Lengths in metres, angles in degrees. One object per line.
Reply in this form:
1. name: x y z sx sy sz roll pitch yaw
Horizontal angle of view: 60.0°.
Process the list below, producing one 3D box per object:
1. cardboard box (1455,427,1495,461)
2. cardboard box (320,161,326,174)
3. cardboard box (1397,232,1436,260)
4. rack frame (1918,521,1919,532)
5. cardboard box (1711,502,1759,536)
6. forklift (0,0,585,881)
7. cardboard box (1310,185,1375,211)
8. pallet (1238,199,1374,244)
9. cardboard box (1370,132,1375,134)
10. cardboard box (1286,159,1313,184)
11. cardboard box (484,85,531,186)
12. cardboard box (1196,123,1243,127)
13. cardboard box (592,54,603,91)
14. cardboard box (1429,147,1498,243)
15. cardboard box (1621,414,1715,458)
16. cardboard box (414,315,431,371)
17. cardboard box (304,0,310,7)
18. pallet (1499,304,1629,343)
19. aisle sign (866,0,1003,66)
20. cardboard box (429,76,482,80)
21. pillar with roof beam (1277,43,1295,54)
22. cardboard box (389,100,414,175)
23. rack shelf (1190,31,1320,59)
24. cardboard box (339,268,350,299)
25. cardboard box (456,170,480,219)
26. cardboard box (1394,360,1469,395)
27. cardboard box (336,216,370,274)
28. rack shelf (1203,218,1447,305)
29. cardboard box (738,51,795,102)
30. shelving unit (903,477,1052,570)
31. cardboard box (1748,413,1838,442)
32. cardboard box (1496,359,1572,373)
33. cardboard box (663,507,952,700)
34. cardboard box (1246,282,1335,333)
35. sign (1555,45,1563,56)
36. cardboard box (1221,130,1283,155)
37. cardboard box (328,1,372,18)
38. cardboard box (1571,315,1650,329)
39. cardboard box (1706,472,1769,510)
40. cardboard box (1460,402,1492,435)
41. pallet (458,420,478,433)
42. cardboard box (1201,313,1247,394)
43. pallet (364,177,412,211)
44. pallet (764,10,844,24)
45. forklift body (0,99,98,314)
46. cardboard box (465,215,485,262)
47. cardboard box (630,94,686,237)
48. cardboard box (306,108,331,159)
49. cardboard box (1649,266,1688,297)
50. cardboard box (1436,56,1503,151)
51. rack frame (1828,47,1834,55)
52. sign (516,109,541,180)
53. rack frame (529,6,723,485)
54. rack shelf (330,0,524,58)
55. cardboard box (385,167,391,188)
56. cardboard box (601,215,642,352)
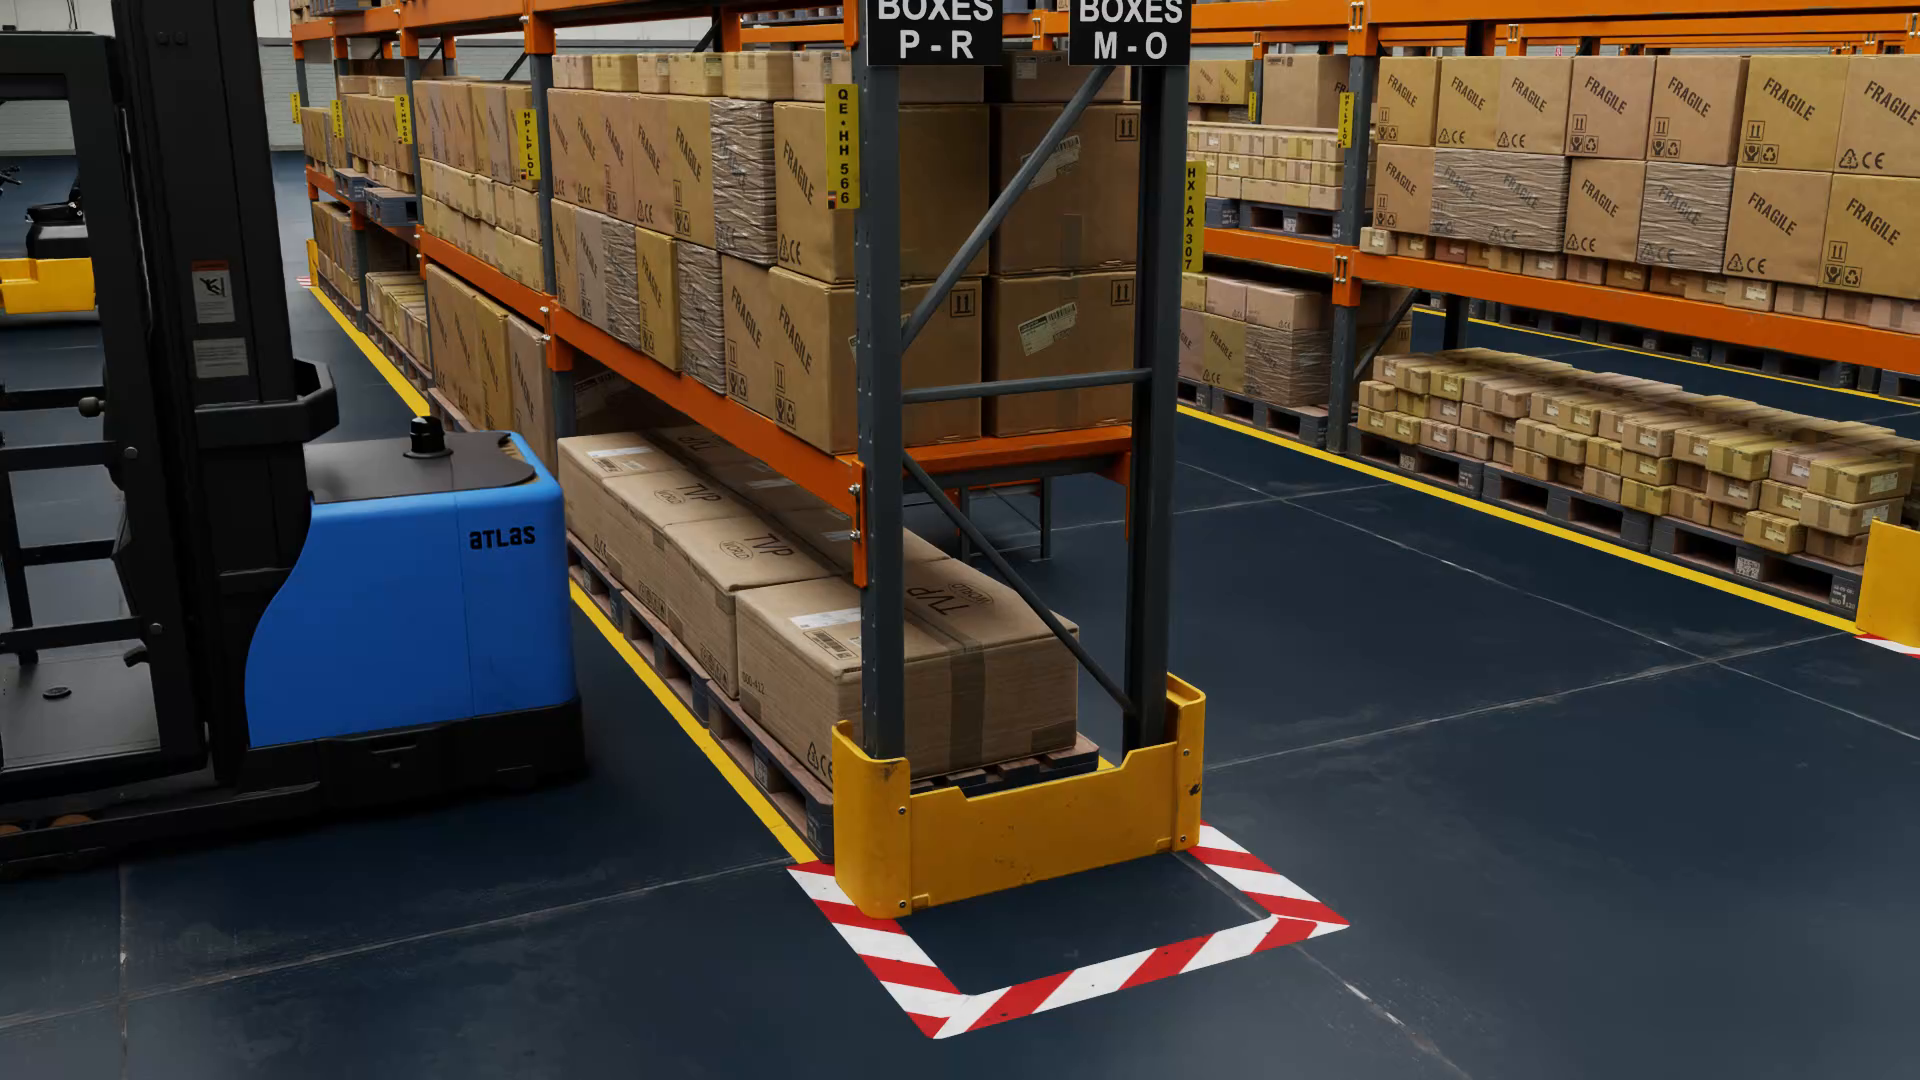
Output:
1. cardboard box: 3.136 -0.581 9.744 0.380 0.149 0.250 -8 18 -26
2. cardboard box: -6.483 -3.914 17.407 0.380 0.149 0.250 -7 17 -23
3. cardboard box: 2.847 -1.771 9.940 0.380 0.149 0.250 -7 17 -23
4. rack frame: 4.589 -1.065 7.024 1.000 3.000 0.127 -8 18 -25
5. cardboard box: 3.929 -0.129 8.170 0.380 0.149 0.250 -8 18 -25
6. forklift: -2.878 -0.527 5.274 3.031 2.935 1.130 -7 17 -22
7. cardboard box: 2.485 -2.212 10.717 0.380 0.149 0.250 -8 18 -26
8. pallet: 2.633 -2.172 11.228 1.003 0.211 1.213 -8 18 -25
9. cardboard box: 2.840 -2.709 11.370 0.380 0.149 0.250 -7 18 -24
10. cardboard box: 2.368 -2.421 10.904 0.380 0.149 0.250 -8 18 -25
11. cardboard box: -2.223 -2.170 8.881 0.500 0.500 0.500 -7 18 -24
12. cardboard box: 2.054 -3.156 12.927 0.380 0.149 0.250 -7 17 -23
13. cardboard box: -1.333 -1.975 7.027 0.380 0.149 0.250 -8 18 -25
14. cardboard box: 3.050 -1.973 9.467 0.500 0.500 0.500 -8 18 -25
15. cardboard box: 3.619 -0.533 8.498 0.380 0.149 0.250 -7 17 -23
16. cardboard box: -3.560 -1.506 12.561 0.950 0.372 0.625 -9 18 -29
17. cardboard box: -6.178 -5.384 16.370 0.500 0.250 0.500 -7 18 -24
18. pallet: 5.865 -2.078 15.609 1.003 0.211 1.213 -8 18 -25
19. aisle sign: -0.063 -1.636 4.301 0.394 0.787 0.004 -8 18 -25
20. cardboard box: -4.213 -3.800 13.898 0.380 0.149 0.250 -9 18 -27
21. pillar with roof beam: 4.769 -14.160 41.780 9.100 9.000 0.400 -8 18 -25
22. cardboard box: -3.770 -2.897 11.927 0.500 0.500 0.500 -8 18 -26
23. rack shelf: 2.959 -6.207 20.807 1.077 0.370 4.000 -8 18 -25
24. cardboard box: -5.816 -2.542 16.396 0.500 0.250 0.500 -8 18 -26
25. cardboard box: -2.678 -2.057 9.848 0.500 0.250 0.500 -7 18 -24
26. cardboard box: 2.869 -0.988 10.086 0.380 0.149 0.250 -7 17 -22
27. cardboard box: -5.798 -2.898 16.276 0.500 0.500 0.500 -7 18 -24
28. rack shelf: 1.961 -2.207 12.307 1.077 0.370 4.000 -8 18 -25
29. cardboard box: -0.475 -1.461 5.233 0.380 0.149 0.250 -8 18 -25
30. shelving unit: 0.003 -0.539 8.590 0.538 1.125 1.048 -8 18 -25
31. cardboard box: 4.258 -0.537 8.512 0.380 0.149 0.250 -9 18 -28
32. cardboard box: 3.490 -0.998 10.119 0.380 0.149 0.250 -8 18 -25
33. cardboard box: -0.604 0.210 6.463 0.875 0.438 0.875 -7 17 -23
34. cardboard box: 2.283 -1.572 11.201 0.500 0.250 0.500 -8 18 -26
35. sign: 12.934 -10.567 35.932 0.001 0.298 0.199 -8 18 -25
36. cardboard box: 2.036 -2.757 11.536 0.380 0.149 0.250 -8 18 -27
37. cardboard box: -5.486 -4.780 14.986 0.380 0.149 0.250 -8 18 -25
38. cardboard box: 6.255 -2.408 14.794 1.225 0.875 0.875 -8 18 -25
39. cardboard box: 3.872 -0.265 8.102 0.380 0.149 0.250 -8 18 -27
40. cardboard box: 3.154 -0.728 9.716 0.380 0.149 0.250 -9 18 -28
41. pallet: -2.513 -0.578 10.384 1.003 0.211 1.213 -8 18 -25
42. cardboard box: 2.062 -1.338 11.744 0.500 0.500 0.500 -8 18 -26
43. pallet: -4.225 -2.819 13.484 1.003 0.211 1.213 -8 18 -25
44. pallet: -1.548 -5.946 18.755 1.003 0.211 1.213 -8 18 -25
45. forklift body: -8.815 -3.151 15.830 2.313 2.155 1.214 -8 18 -25
46. cardboard box: -2.648 -1.824 9.939 0.500 0.250 0.500 -8 18 -25
47. cardboard box: -0.929 -1.435 6.320 0.500 0.500 0.500 -8 18 -25
48. cardboard box: -6.638 -4.321 17.650 0.500 0.500 0.500 -7 17 -23
49. cardboard box: 3.707 -1.321 8.371 0.380 0.149 0.250 -8 18 -27
50. cardboard box: 3.056 -2.460 9.353 0.500 0.500 0.500 -8 18 -27
51. rack frame: 15.441 -7.402 29.108 1.000 3.000 0.127 -8 18 -25
52. sign: -2.052 -1.884 7.923 0.100 0.325 0.005 -8 18 -25
53. rack frame: -1.569 -1.434 8.308 1.000 3.000 0.127 -8 18 -25
54. rack shelf: -4.197 -4.017 13.178 1.077 0.370 4.000 -8 18 -25
55. cardboard box: -4.112 -2.738 12.546 0.380 0.149 0.250 -9 18 -28
56. cardboard box: -1.170 -1.084 6.910 0.500 0.500 0.500 -8 18 -25
